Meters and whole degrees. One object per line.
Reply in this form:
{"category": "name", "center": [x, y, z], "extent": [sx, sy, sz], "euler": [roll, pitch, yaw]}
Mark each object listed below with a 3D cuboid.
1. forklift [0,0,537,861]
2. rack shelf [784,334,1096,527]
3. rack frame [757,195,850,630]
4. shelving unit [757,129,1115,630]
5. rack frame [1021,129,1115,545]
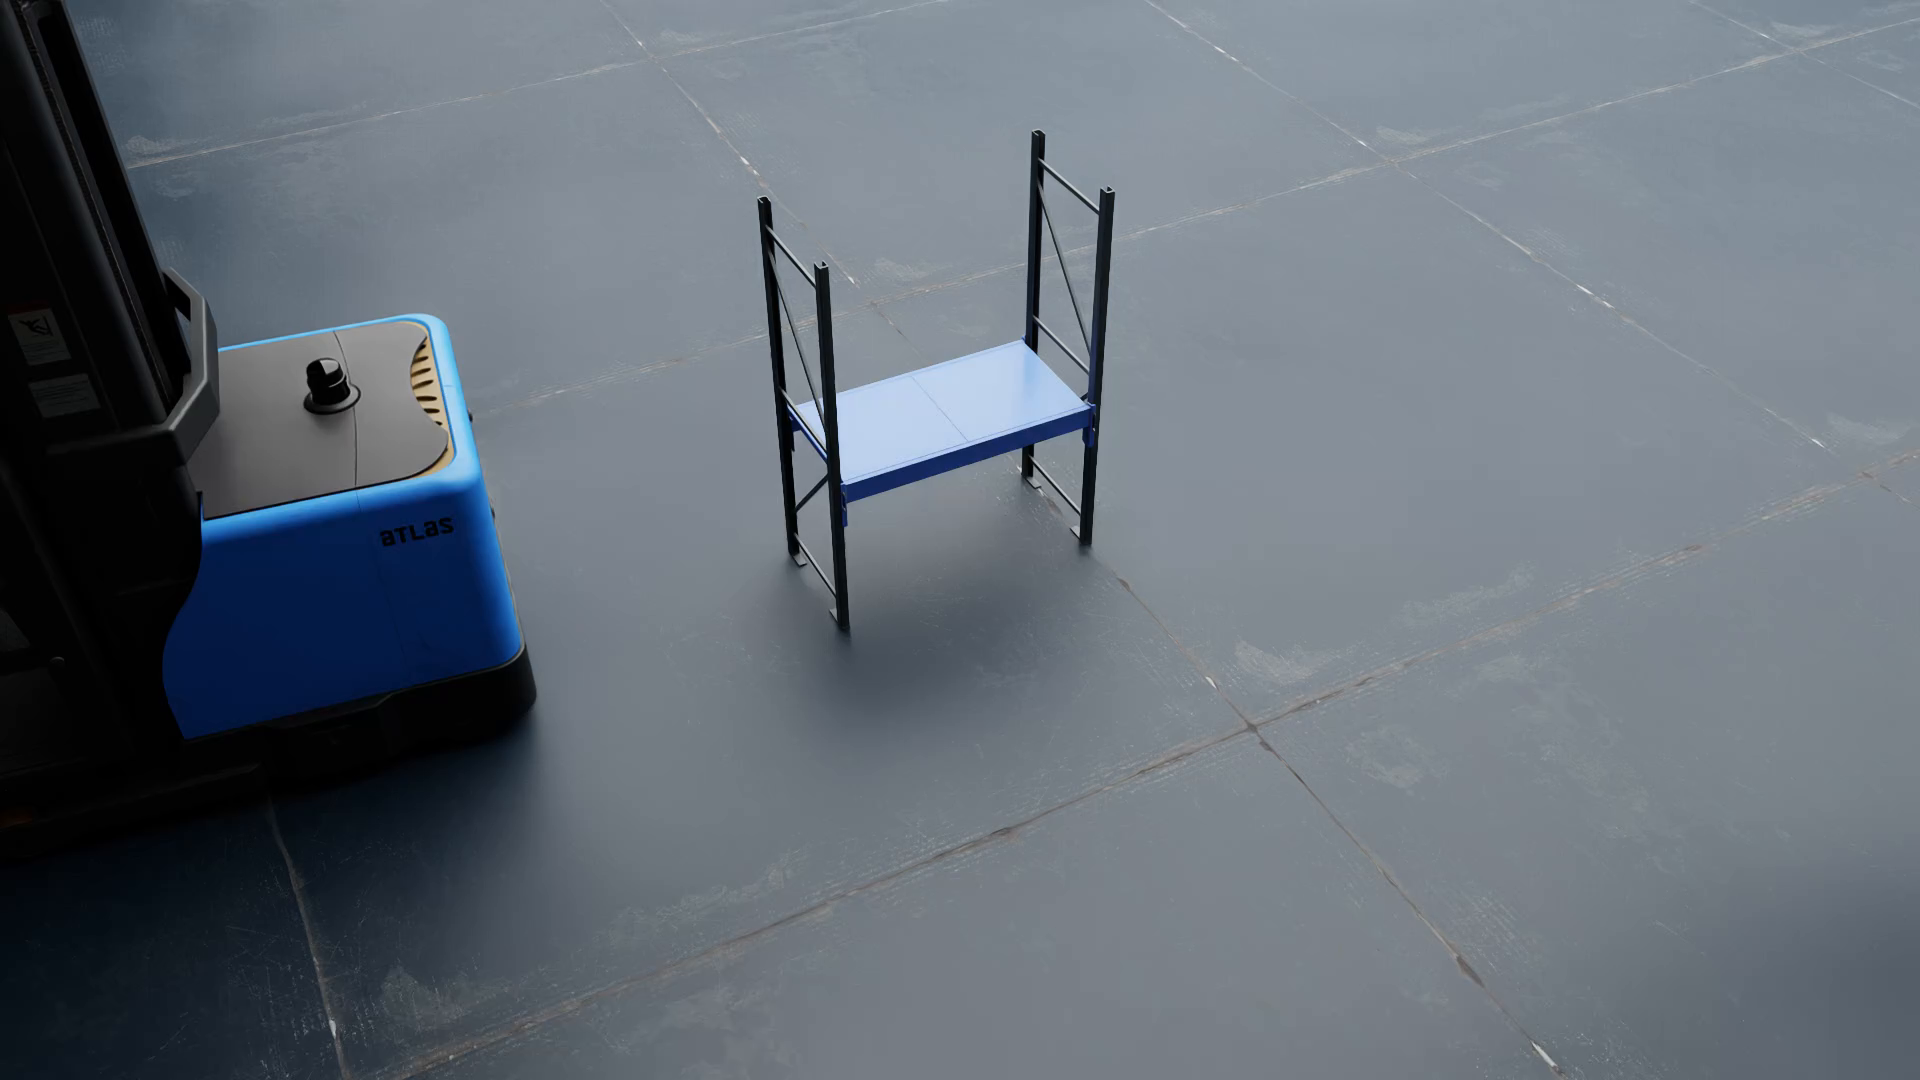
{"category": "forklift", "center": [-3.009, -0.469, 4.667], "extent": [3.031, 2.935, 1.130], "euler": [-13, 42, -15]}
{"category": "rack shelf", "center": [-0.076, -0.410, 5.982], "extent": [1.000, 0.185, 0.538], "euler": [-19, 44, -21]}
{"category": "rack frame", "center": [-0.527, -0.395, 5.687], "extent": [0.032, 1.500, 0.500], "euler": [-19, 44, -21]}
{"category": "shelving unit", "center": [-0.076, -0.547, 5.866], "extent": [1.048, 1.500, 0.538], "euler": [-19, 44, -21]}
{"category": "rack frame", "center": [0.375, -0.699, 6.045], "extent": [0.032, 1.500, 0.500], "euler": [-19, 44, -21]}
